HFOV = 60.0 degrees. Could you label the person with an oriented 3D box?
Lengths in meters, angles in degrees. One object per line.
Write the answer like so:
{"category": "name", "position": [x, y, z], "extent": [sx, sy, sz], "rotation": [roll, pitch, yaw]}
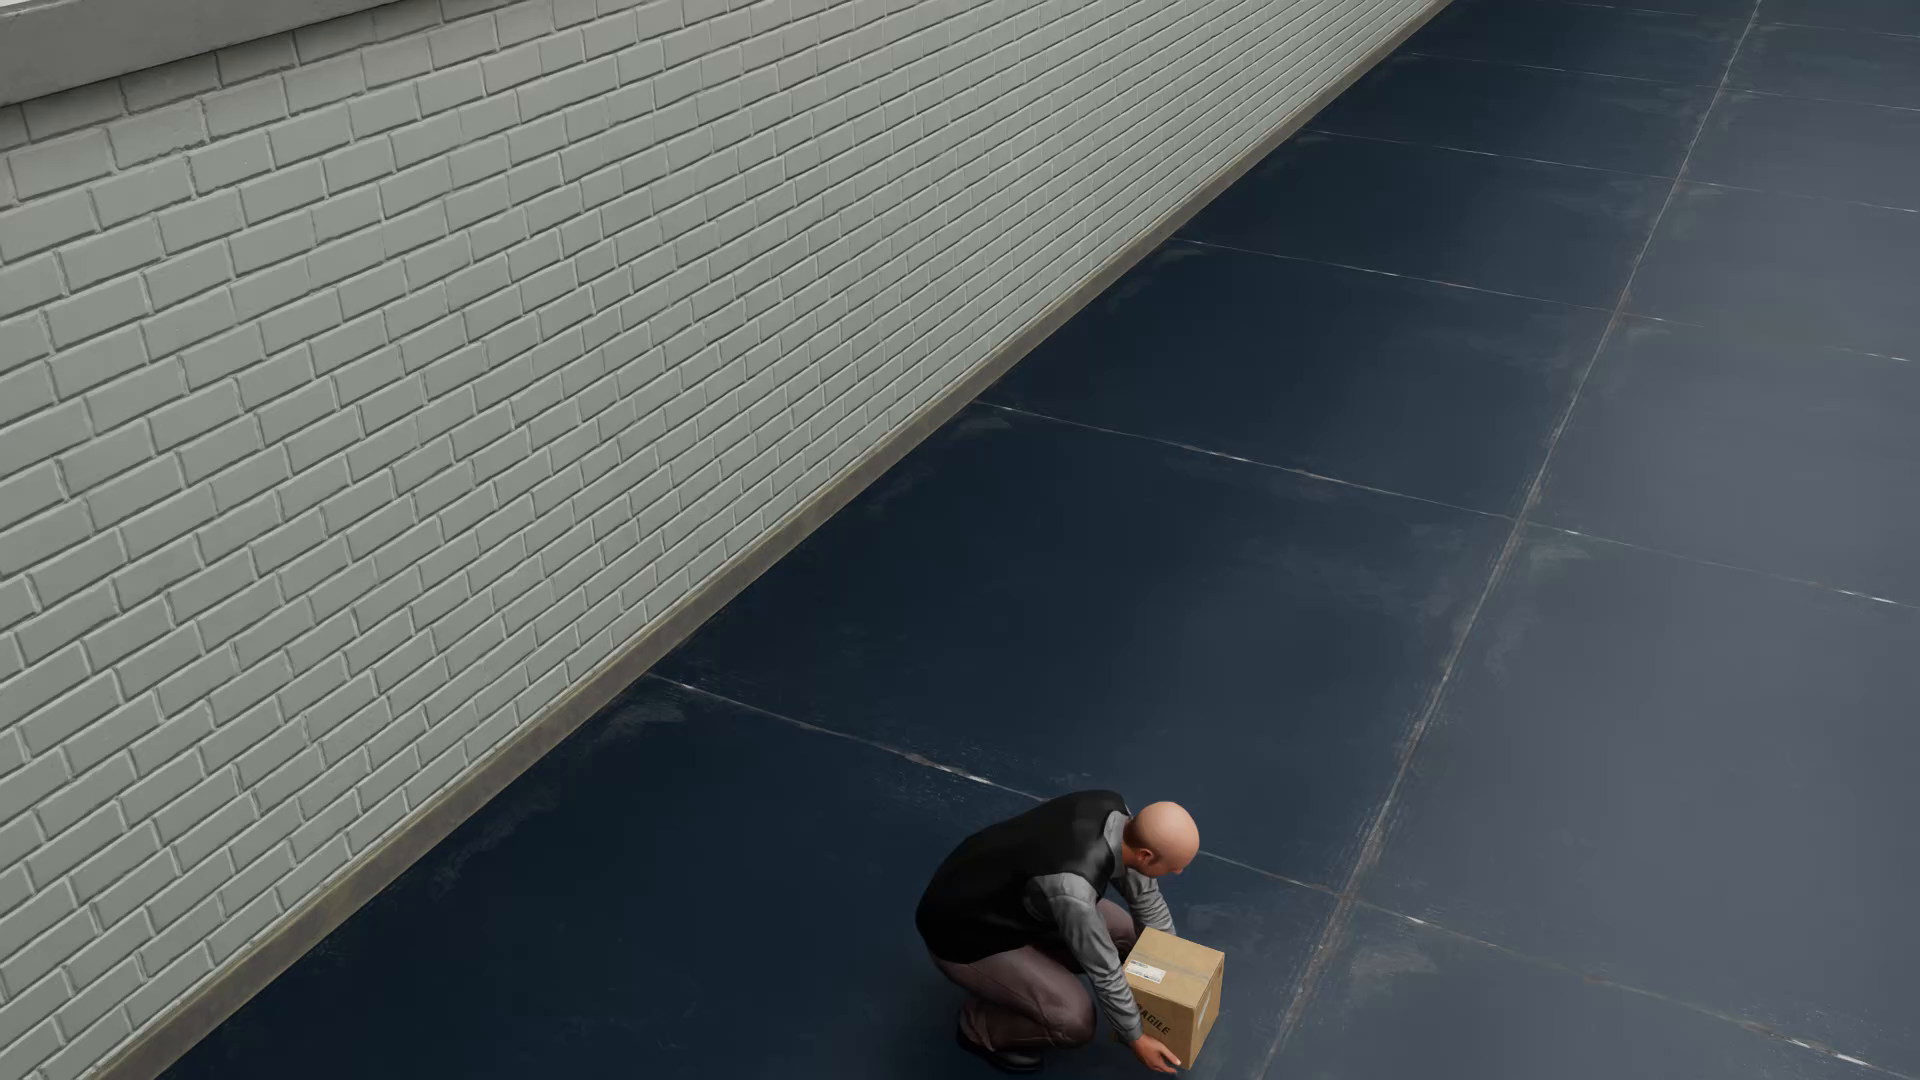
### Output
{"category": "person", "position": [0.317, 1.136, 4.953], "extent": [0.874, 0.962, 0.520], "rotation": [14, 33, 23]}
